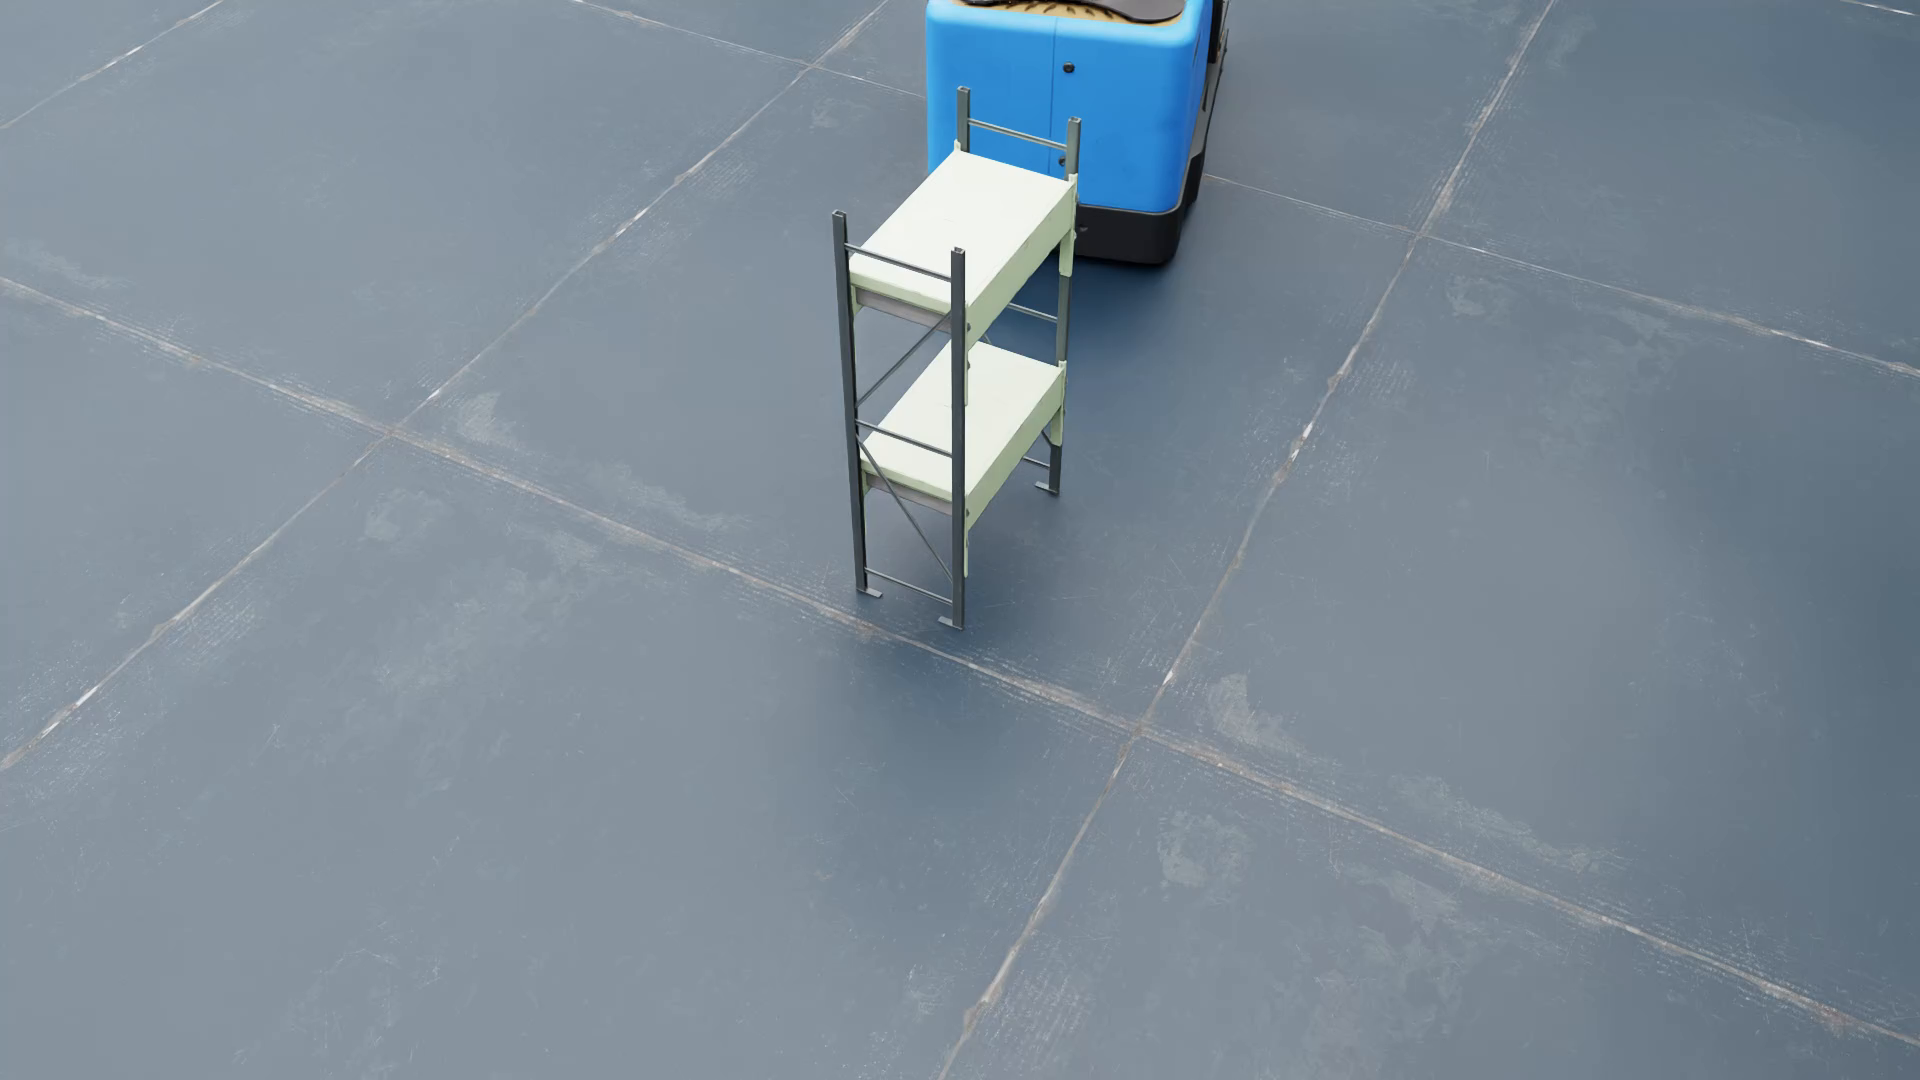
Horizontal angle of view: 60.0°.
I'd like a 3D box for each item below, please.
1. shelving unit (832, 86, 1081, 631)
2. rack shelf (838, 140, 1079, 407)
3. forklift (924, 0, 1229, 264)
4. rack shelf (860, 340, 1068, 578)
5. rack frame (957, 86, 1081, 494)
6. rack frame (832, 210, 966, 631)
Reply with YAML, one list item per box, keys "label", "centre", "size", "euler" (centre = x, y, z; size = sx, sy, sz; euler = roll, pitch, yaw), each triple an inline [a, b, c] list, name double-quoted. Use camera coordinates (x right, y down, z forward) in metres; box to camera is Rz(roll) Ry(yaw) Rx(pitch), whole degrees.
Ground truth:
- label: "shelving unit"
  centre: [0.003, -0.531, 5.221]
  size: [0.431, 1.500, 0.755]
  euler: [20, 49, 19]
- label: "rack shelf"
  centre: [0.003, -0.806, 4.943]
  size: [0.431, 0.370, 0.720]
  euler: [20, 49, 19]
- label: "forklift"
  centre: [0.671, -3.217, 6.869]
  size: [1.130, 2.935, 3.031]
  euler: [9, 46, 9]
- label: "rack shelf"
  centre: [0.003, -0.302, 5.453]
  size: [0.431, 0.370, 0.720]
  euler: [20, 49, 19]
- label: "rack frame"
  centre: [0.173, -0.762, 5.449]
  size: [0.400, 1.500, 0.023]
  euler: [20, 49, 19]
- label: "rack frame"
  centre: [-0.167, -0.301, 4.993]
  size: [0.400, 1.500, 0.023]
  euler: [20, 49, 19]
